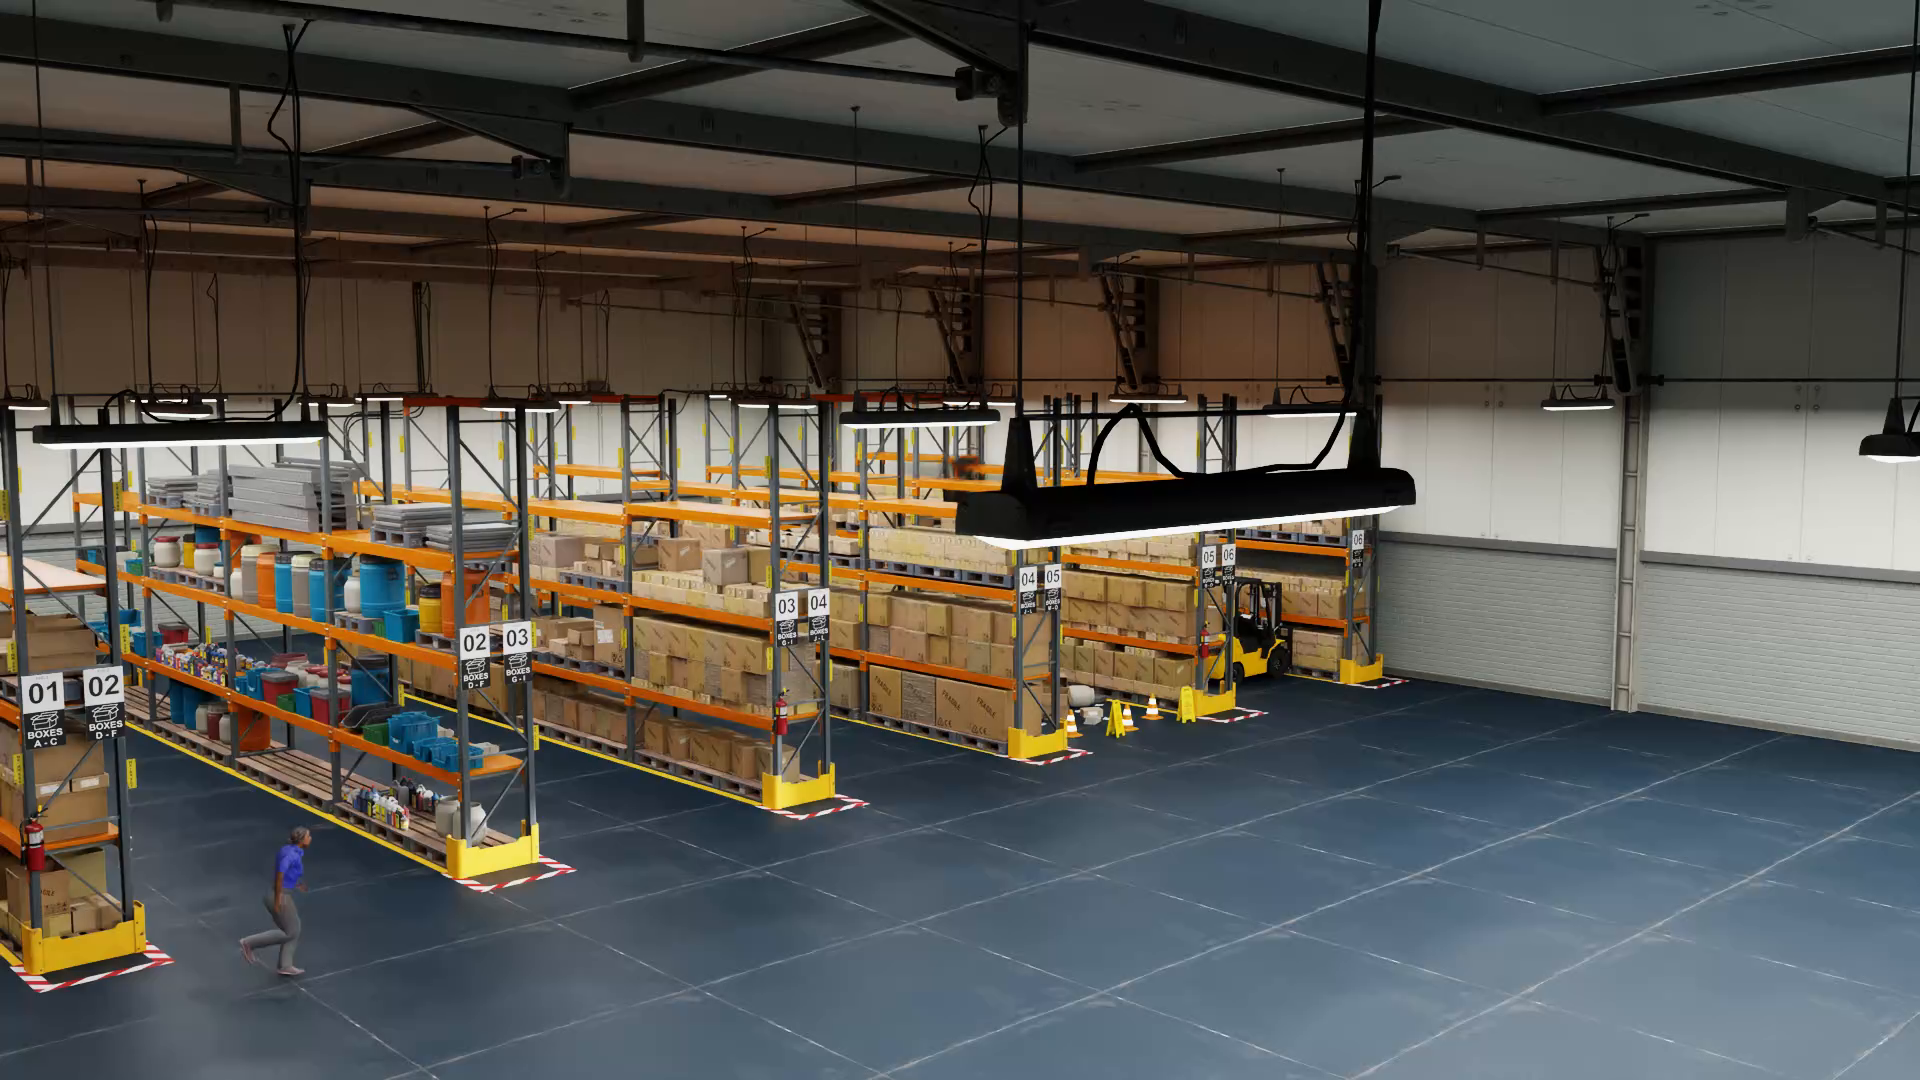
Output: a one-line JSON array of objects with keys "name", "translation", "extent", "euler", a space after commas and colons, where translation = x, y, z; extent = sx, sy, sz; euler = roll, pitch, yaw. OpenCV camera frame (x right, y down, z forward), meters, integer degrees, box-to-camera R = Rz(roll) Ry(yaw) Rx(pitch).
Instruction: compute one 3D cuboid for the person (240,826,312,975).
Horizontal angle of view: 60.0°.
[{"name": "person", "translation": [-7.266, 3.861, 17.677], "extent": [0.760, 1.597, 0.574], "euler": [-3, 6, -32]}]
